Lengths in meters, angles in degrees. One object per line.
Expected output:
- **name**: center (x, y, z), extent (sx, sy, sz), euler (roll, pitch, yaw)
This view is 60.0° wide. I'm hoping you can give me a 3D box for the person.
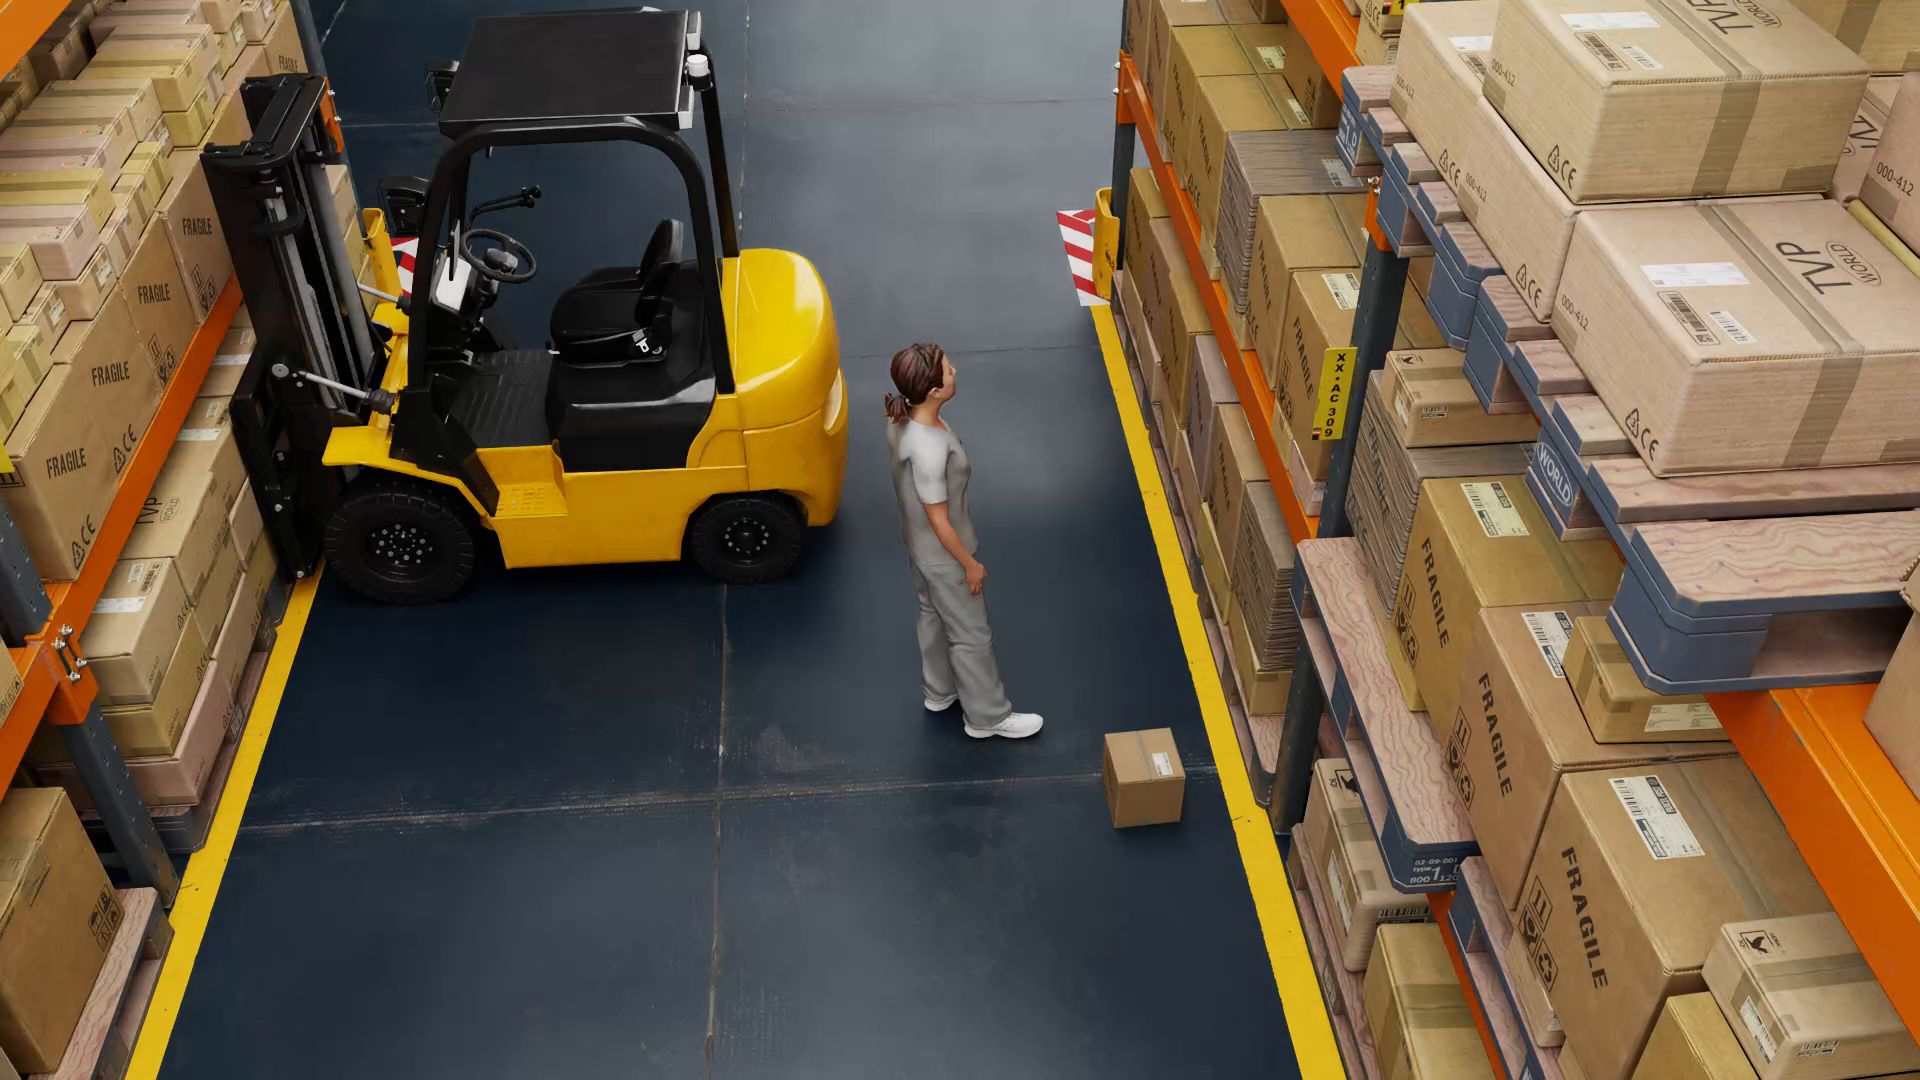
- **person**: center (-0.003, -0.002, 6.143), extent (0.548, 1.674, 0.549), euler (-11, 40, -13)
